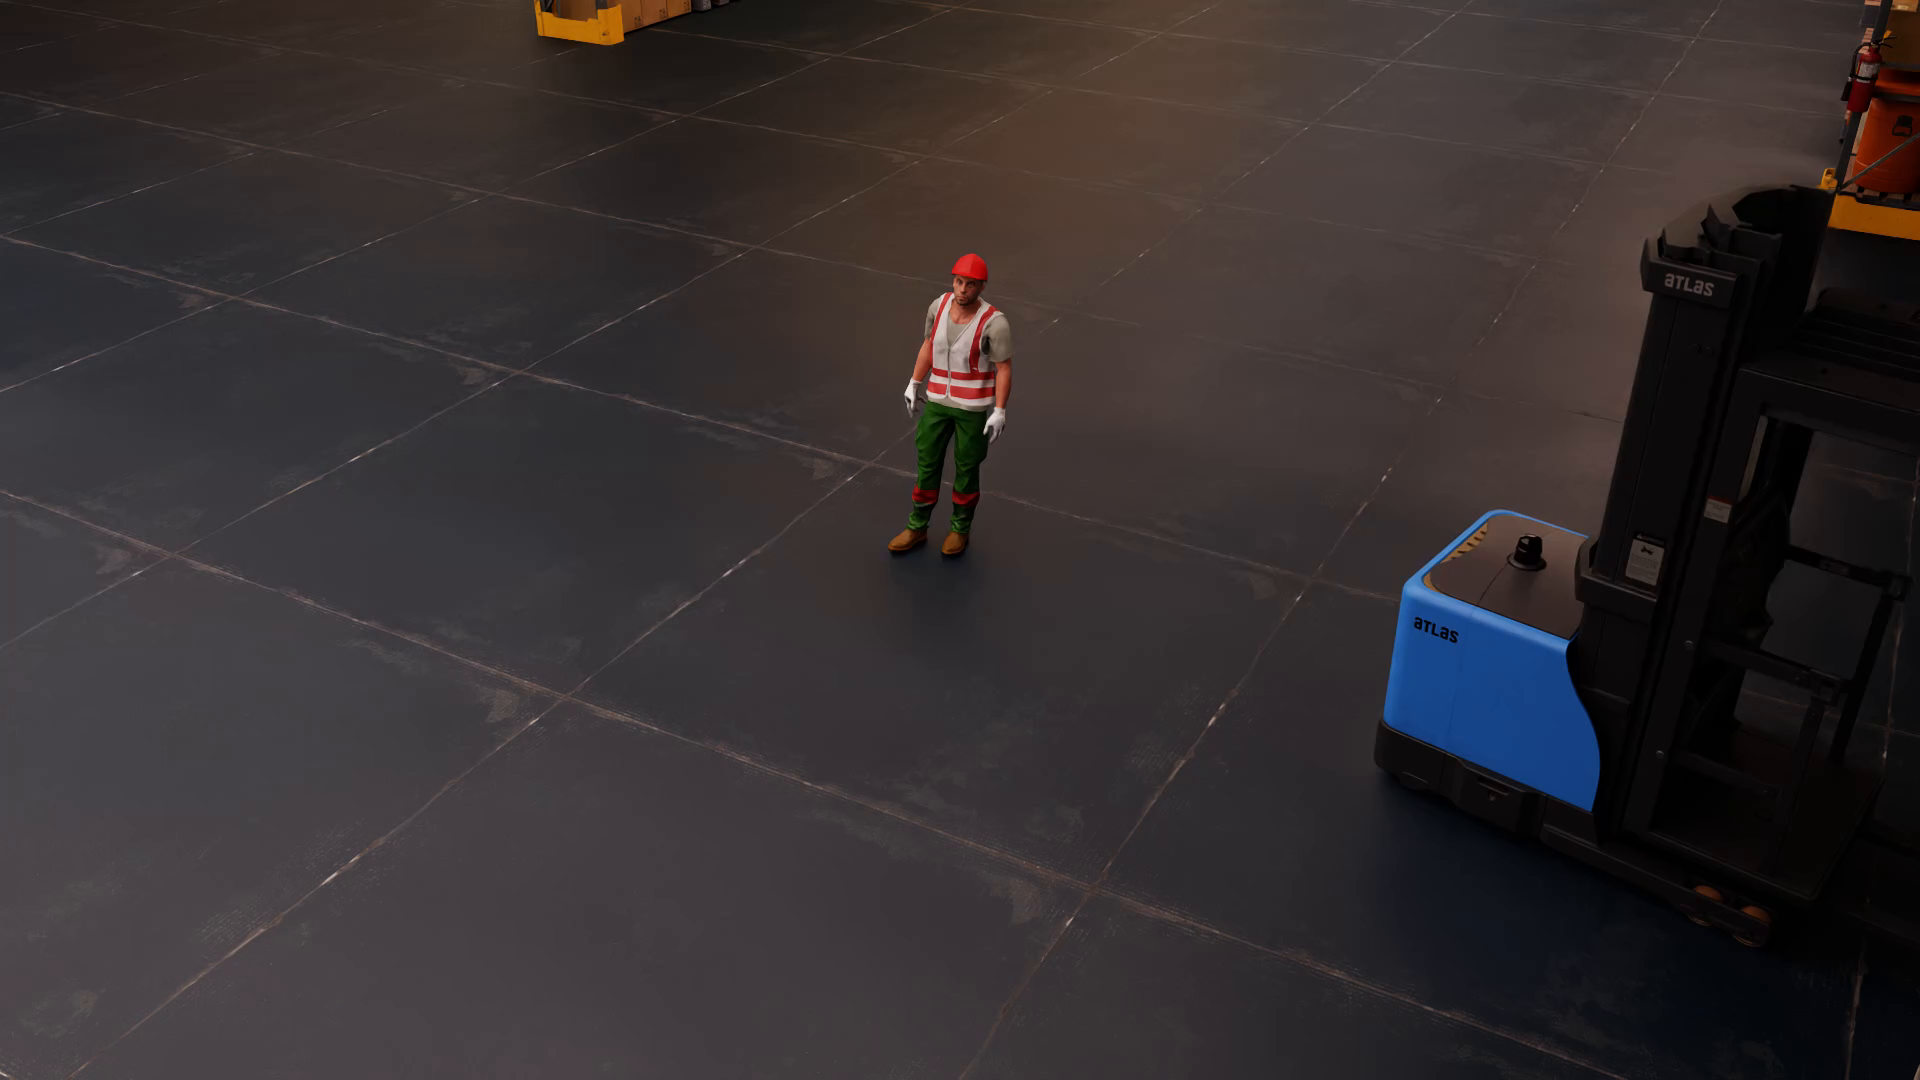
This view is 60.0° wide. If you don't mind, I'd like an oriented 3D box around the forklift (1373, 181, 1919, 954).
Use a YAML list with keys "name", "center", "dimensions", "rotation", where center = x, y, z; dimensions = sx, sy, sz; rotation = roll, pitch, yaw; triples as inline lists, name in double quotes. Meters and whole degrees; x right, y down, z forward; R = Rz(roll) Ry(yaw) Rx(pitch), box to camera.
- name: "forklift"
  center: [3.450, 0.147, 6.816]
  dimensions: [3.031, 2.935, 1.130]
  rotation: [23, 37, 34]

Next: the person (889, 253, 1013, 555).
- name: "person"
  center: [-0.050, -0.749, 9.496]
  dimensions: [0.637, 1.790, 0.562]
  rotation: [15, 33, 25]
